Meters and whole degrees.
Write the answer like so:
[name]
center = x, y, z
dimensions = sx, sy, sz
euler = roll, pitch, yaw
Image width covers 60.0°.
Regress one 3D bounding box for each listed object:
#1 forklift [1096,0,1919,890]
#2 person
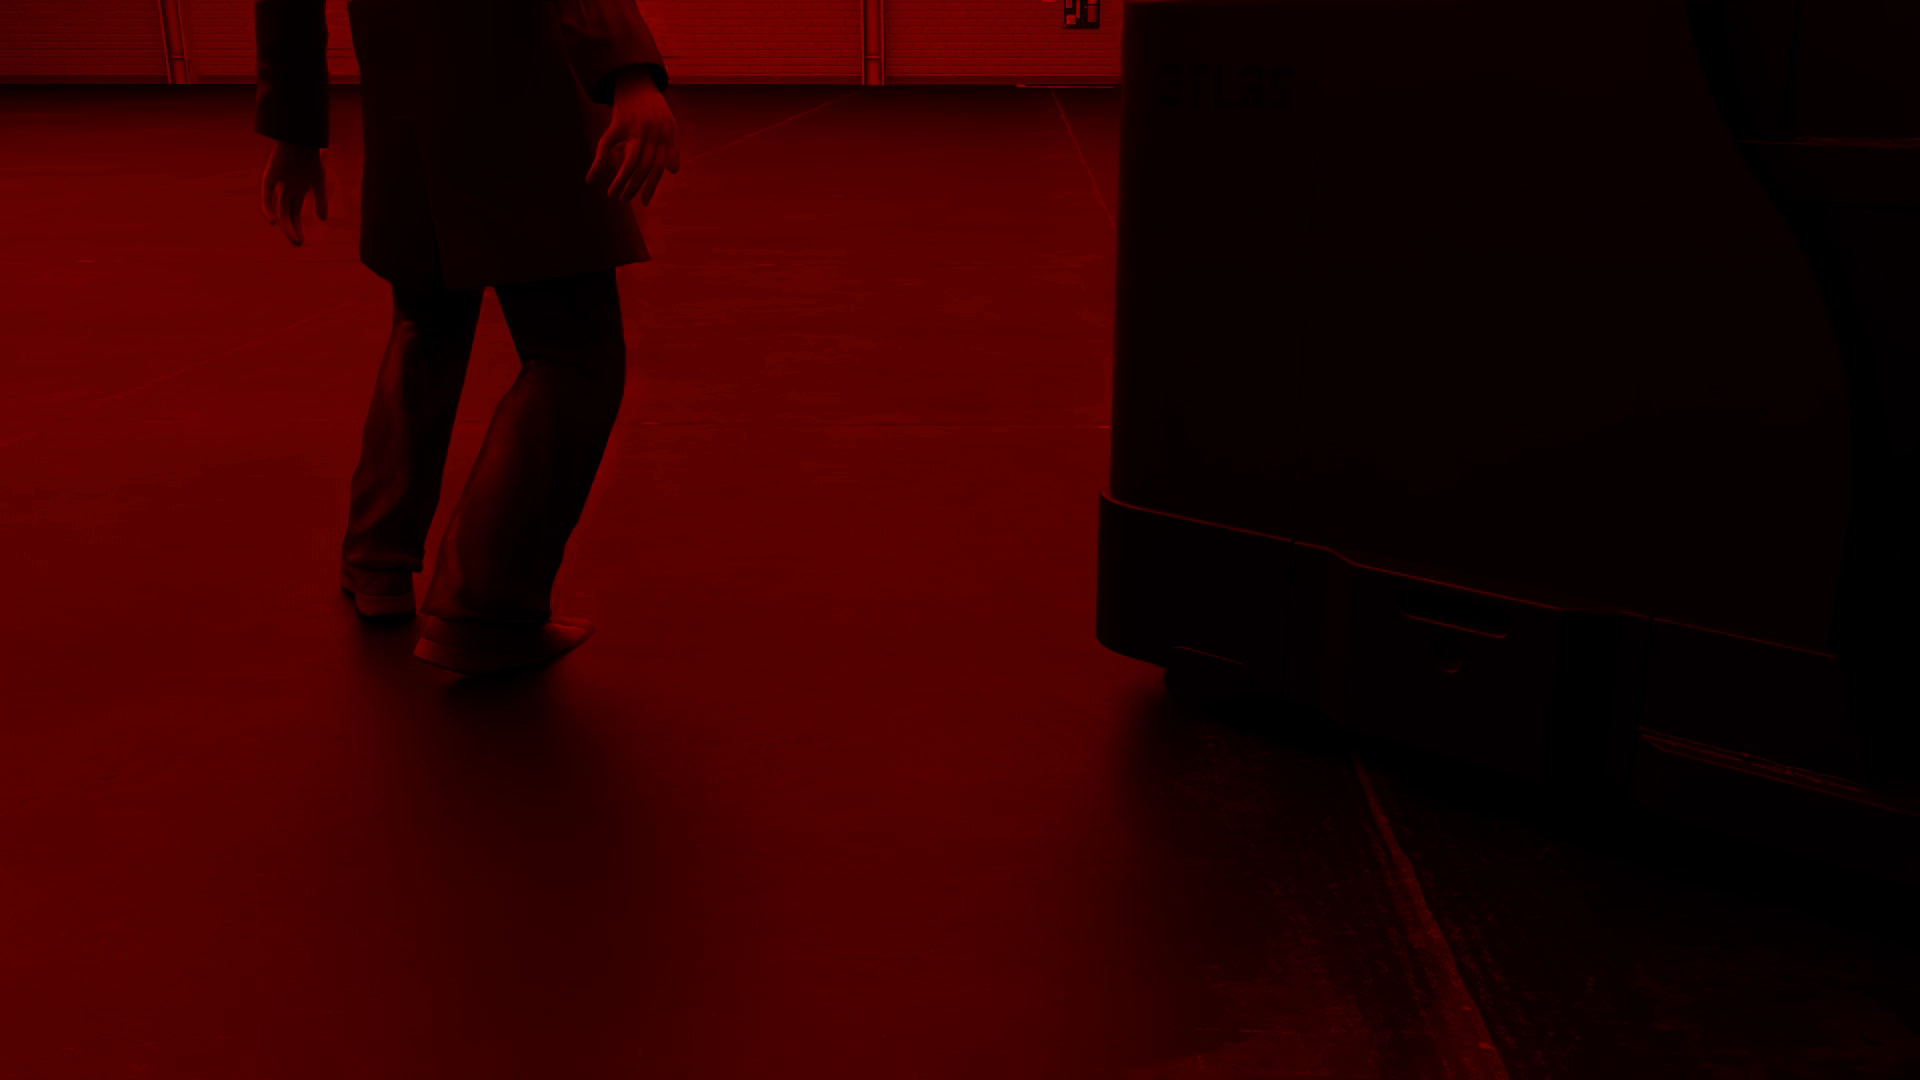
[forklift]
center = 1.671, -1.005, 1.664
dimensions = 3.031, 2.935, 1.130
euler = 14, 22, 38
[person]
center = -0.807, -0.640, 2.653
dimensions = 0.935, 1.754, 0.571
euler = 10, 20, 30
